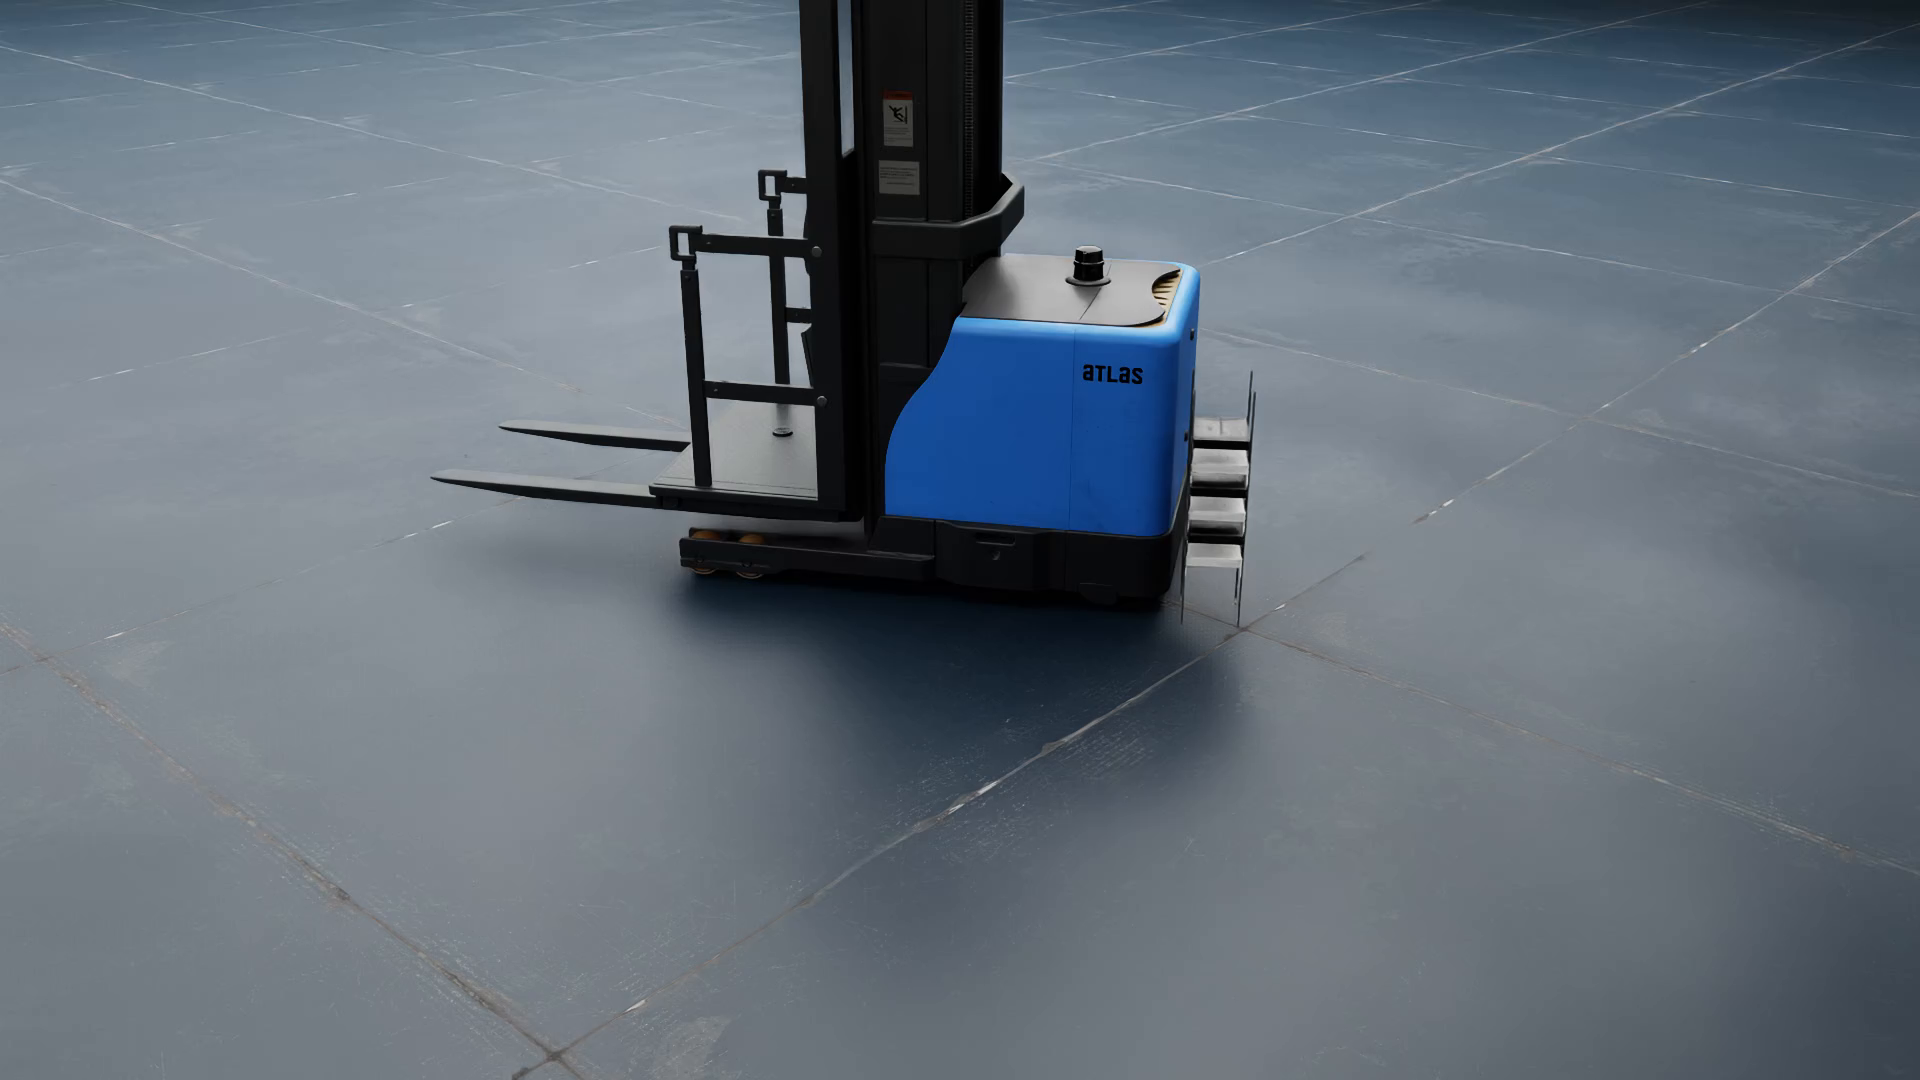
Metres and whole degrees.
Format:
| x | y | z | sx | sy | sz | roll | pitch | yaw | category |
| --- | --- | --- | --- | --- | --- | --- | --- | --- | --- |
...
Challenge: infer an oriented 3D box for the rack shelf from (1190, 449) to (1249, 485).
| x | y | z | sx | sy | sz | roll | pitch | yaw | category |
| --- | --- | --- | --- | --- | --- | --- | --- | --- | --- |
| 0.920 | -0.281 | 5.917 | 0.200 | 0.077 | 0.258 | 2 | 24 | 6 | rack shelf |

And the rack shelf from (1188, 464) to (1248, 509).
| x | y | z | sx | sy | sz | roll | pitch | yaw | category |
| --- | --- | --- | --- | --- | --- | --- | --- | --- | --- |
| 0.920 | -0.199 | 5.954 | 0.200 | 0.077 | 0.258 | 2 | 24 | 6 | rack shelf |

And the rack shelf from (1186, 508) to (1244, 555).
| x | y | z | sx | sy | sz | roll | pitch | yaw | category |
| --- | --- | --- | --- | --- | --- | --- | --- | --- | --- |
| 0.921 | -0.034 | 6.027 | 0.200 | 0.077 | 0.258 | 2 | 24 | 6 | rack shelf |

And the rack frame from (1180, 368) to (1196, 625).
| x | y | z | sx | sy | sz | roll | pitch | yaw | category |
| --- | --- | --- | --- | --- | --- | --- | --- | --- | --- |
| 0.820 | -0.151 | 5.987 | 0.006 | 0.900 | 0.240 | 2 | 24 | 6 | rack frame |

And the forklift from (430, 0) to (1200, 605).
| x | y | z | sx | sy | sz | roll | pitch | yaw | category |
| --- | --- | --- | --- | --- | --- | --- | --- | --- | --- |
| -0.612 | -1.392 | 6.272 | 3.031 | 2.935 | 1.130 | 5 | 25 | 11 | forklift |

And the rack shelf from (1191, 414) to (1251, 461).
| x | y | z | sx | sy | sz | roll | pitch | yaw | category |
| --- | --- | --- | --- | --- | --- | --- | --- | --- | --- |
| 0.920 | -0.363 | 5.880 | 0.200 | 0.077 | 0.258 | 2 | 24 | 6 | rack shelf |

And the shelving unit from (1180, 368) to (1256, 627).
| x | y | z | sx | sy | sz | roll | pitch | yaw | category |
| --- | --- | --- | --- | --- | --- | --- | --- | --- | --- |
| 0.921 | -0.147 | 5.977 | 0.210 | 0.900 | 0.258 | 2 | 24 | 6 | shelving unit |

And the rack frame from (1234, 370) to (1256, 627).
| x | y | z | sx | sy | sz | roll | pitch | yaw | category |
| --- | --- | --- | --- | --- | --- | --- | --- | --- | --- |
| 1.022 | -0.143 | 5.966 | 0.006 | 0.900 | 0.240 | 2 | 24 | 6 | rack frame |

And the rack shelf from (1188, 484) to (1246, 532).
| x | y | z | sx | sy | sz | roll | pitch | yaw | category |
| --- | --- | --- | --- | --- | --- | --- | --- | --- | --- |
| 0.921 | -0.116 | 5.990 | 0.200 | 0.077 | 0.258 | 2 | 24 | 6 | rack shelf |

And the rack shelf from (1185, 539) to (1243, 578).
| x | y | z | sx | sy | sz | roll | pitch | yaw | category |
| --- | --- | --- | --- | --- | --- | --- | --- | --- | --- |
| 0.921 | 0.048 | 6.064 | 0.200 | 0.077 | 0.258 | 2 | 24 | 6 | rack shelf |
